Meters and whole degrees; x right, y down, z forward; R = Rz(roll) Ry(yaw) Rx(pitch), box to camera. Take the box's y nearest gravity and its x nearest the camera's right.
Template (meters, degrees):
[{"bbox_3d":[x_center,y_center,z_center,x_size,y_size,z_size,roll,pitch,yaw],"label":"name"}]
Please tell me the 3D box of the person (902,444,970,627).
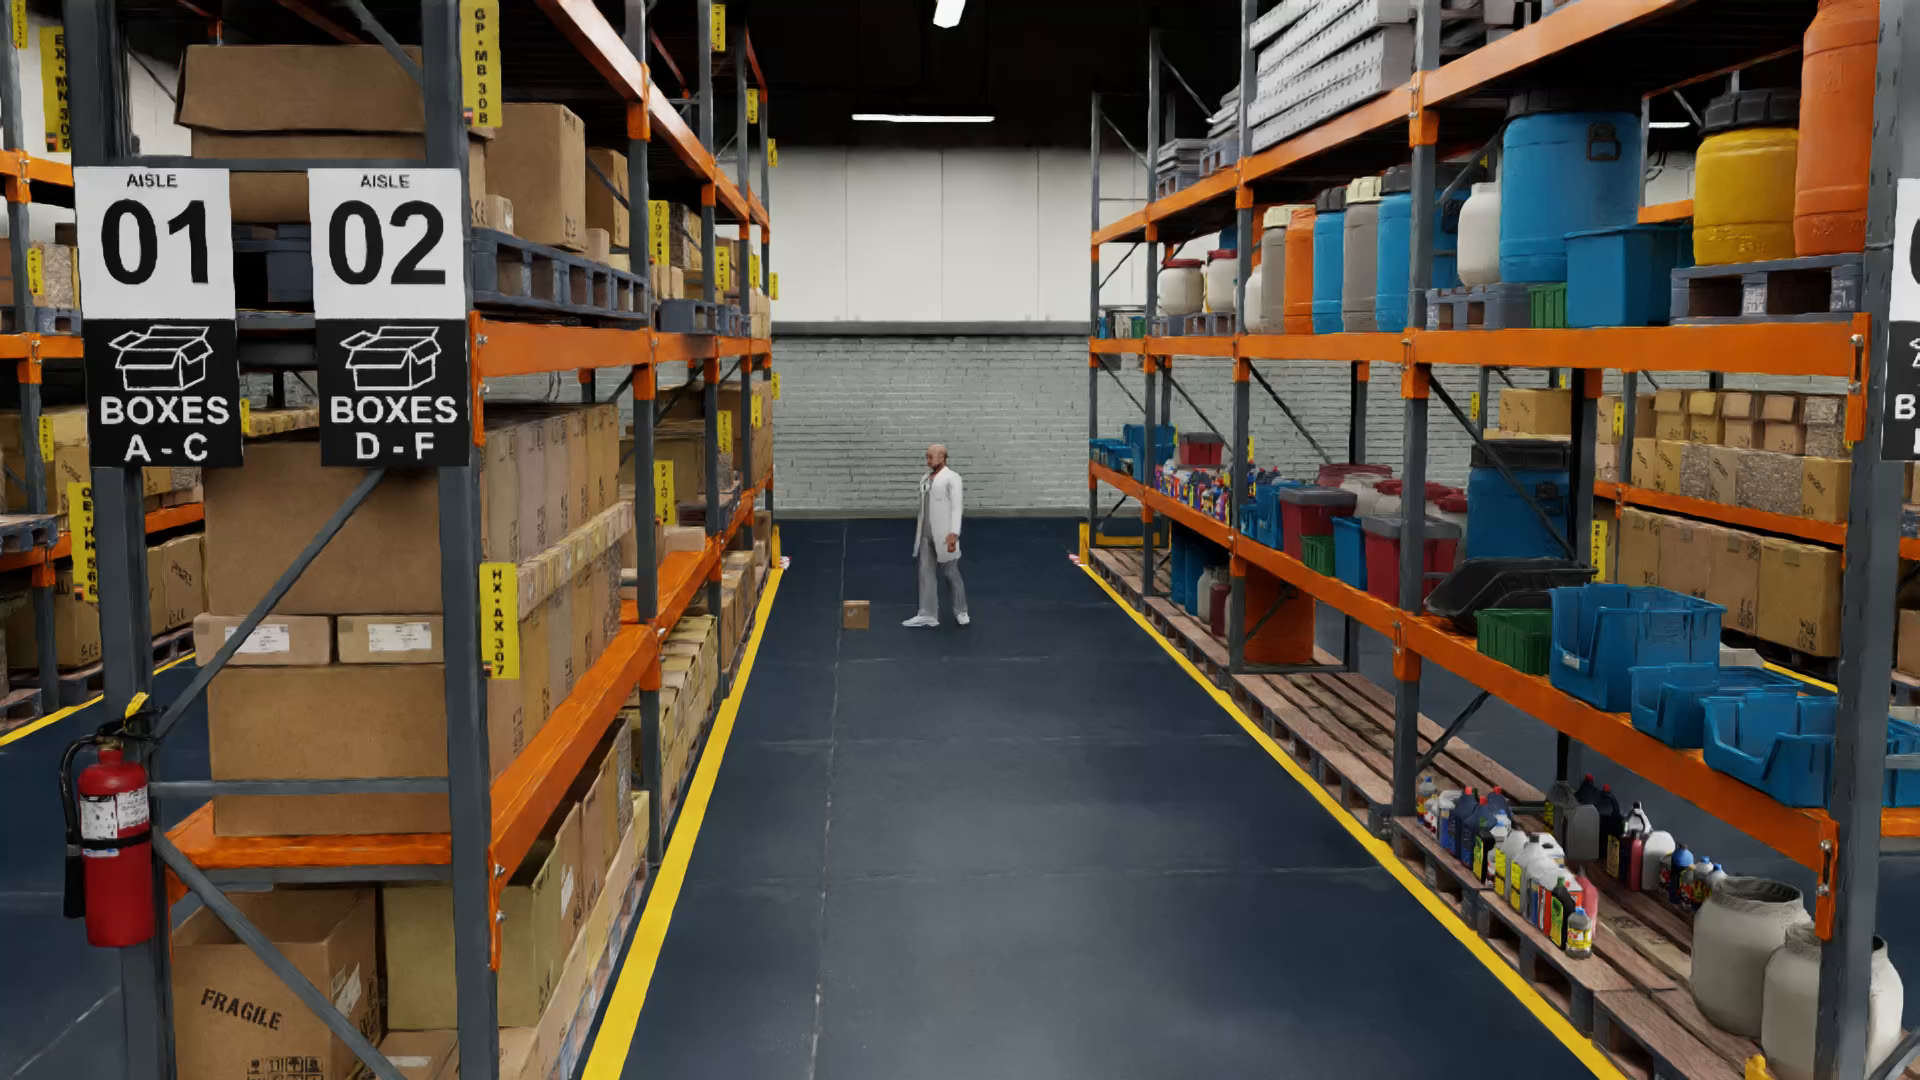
[{"bbox_3d":[-0.209,-0.049,16.197,0.669,1.775,0.709,6,9,43],"label":"person"}]
